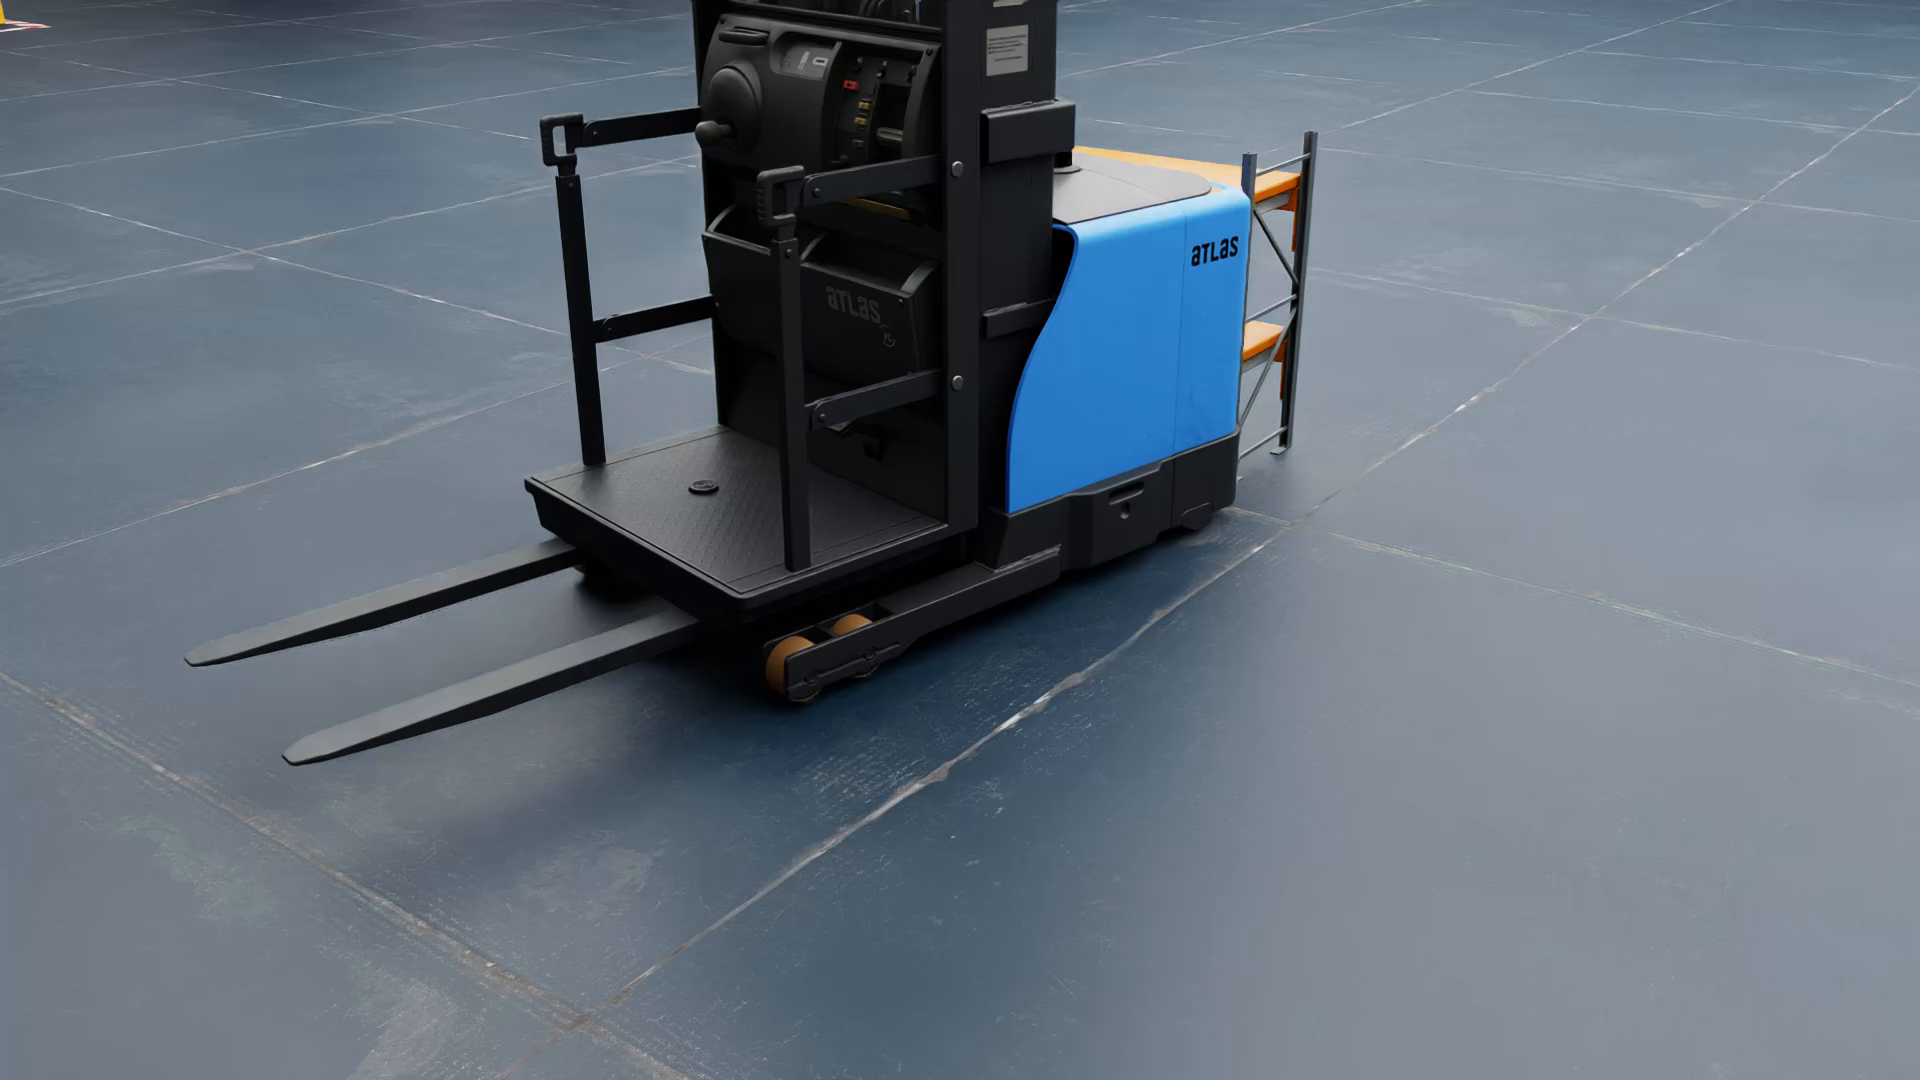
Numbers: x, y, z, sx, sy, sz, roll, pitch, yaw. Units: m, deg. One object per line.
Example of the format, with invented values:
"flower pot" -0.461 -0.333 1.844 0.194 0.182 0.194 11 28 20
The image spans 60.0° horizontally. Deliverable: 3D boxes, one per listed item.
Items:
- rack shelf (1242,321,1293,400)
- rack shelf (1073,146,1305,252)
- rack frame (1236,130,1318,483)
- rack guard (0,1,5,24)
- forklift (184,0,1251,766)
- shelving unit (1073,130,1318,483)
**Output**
"rack shelf" 0.630 -0.671 5.985 1.000 0.278 0.538 16 28 32
"rack shelf" 0.630 -1.163 5.768 1.000 0.278 0.538 16 28 32
"rack frame" 1.043 -0.776 5.616 0.032 1.125 0.500 16 28 32
"rack guard" -10.702 -5.626 17.399 0.348 0.500 1.175 17 29 33
"forklift" -0.543 -1.160 4.248 3.031 2.935 1.130 -20 31 -38
"shelving unit" 0.630 -0.895 5.886 1.048 1.125 0.538 16 28 32
